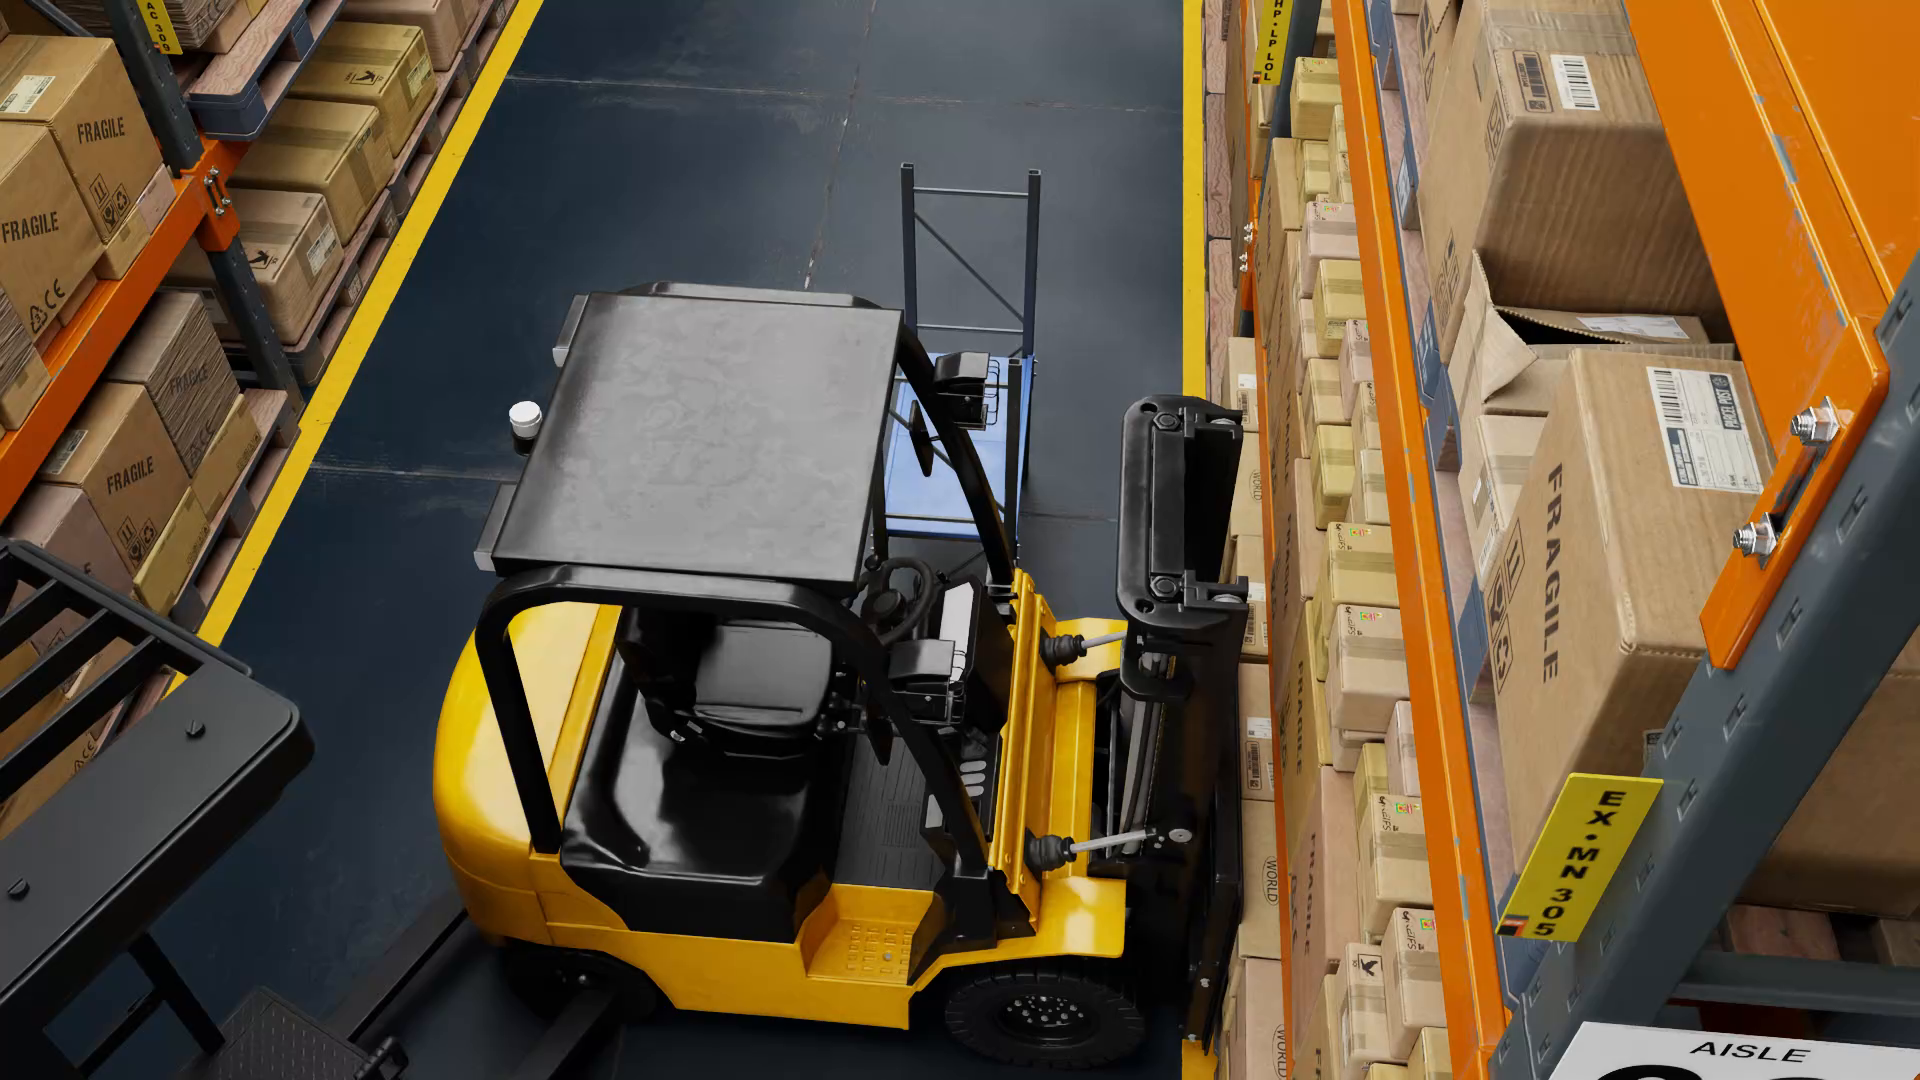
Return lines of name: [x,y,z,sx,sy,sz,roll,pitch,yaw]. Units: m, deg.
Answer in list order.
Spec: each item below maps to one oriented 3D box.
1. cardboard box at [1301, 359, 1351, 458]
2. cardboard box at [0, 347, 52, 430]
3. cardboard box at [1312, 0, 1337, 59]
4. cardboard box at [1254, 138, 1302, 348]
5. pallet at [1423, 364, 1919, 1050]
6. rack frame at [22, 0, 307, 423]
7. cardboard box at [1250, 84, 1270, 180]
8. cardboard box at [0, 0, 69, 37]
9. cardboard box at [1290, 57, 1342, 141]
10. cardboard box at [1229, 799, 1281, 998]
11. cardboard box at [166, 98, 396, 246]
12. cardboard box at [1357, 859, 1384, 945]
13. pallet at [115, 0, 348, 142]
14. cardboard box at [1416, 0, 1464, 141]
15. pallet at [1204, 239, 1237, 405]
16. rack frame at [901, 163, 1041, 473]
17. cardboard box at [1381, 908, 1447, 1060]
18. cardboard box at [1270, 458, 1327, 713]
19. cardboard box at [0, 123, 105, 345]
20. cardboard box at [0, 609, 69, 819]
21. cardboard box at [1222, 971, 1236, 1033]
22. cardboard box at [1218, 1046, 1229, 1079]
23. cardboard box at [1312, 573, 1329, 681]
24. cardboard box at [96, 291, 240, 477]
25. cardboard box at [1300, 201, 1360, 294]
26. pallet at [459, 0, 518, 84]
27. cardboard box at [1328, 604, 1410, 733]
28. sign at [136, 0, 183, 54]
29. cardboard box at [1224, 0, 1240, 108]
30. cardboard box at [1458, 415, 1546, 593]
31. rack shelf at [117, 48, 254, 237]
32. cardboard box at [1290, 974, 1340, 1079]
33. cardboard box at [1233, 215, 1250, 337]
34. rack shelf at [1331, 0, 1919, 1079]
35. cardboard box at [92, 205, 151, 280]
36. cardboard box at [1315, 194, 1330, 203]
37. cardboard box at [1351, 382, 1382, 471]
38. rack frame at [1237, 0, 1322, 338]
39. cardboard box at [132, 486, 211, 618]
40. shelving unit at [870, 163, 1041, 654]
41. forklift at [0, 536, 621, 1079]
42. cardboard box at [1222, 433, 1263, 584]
cardboard box: [1.141,-0.353,4.533,0.380,0.149,0.250,2,48,2]
cardboard box: [-3.181,-0.498,5.343,0.380,0.149,0.250,3,48,3]
cardboard box: [1.387,-1.774,5.833,0.380,0.149,0.250,5,48,5]
cardboard box: [1.277,-0.981,5.547,0.500,0.500,0.500,3,48,2]
pallet: [1.303,0.183,2.577,1.003,0.211,1.213,4,48,4]
rack frame: [-3.366,-1.587,6.168,1.000,3.000,0.127,4,48,4]
cardboard box: [1.362,-1.593,6.276,0.500,0.250,0.500,5,48,4]
cardboard box: [-3.553,-2.217,6.191,0.500,0.500,0.500,3,48,3]
cardboard box: [1.253,-1.394,5.284,0.380,0.149,0.250,5,48,4]
cardboard box: [1.021,1.026,4.680,0.500,0.250,0.500,4,48,4]
cardboard box: [-3.259,-1.756,7.819,0.950,0.372,0.625,7,48,6]
cardboard box: [1.043,0.781,3.495,0.380,0.149,0.250,5,48,4]
pallet: [-3.152,-2.074,6.744,1.003,0.211,1.213,4,48,4]
cardboard box: [1.295,-1.054,3.226,0.797,0.503,0.637,5,48,5]
pallet: [1.605,-0.859,7.392,1.003,0.211,1.213,4,48,4]
rack frame: [0.039,-0.817,6.481,0.500,1.500,0.032,4,48,4]
cardboard box: [1.027,0.870,3.213,0.380,0.149,0.250,4,48,4]
cardboard box: [1.134,0.143,4.518,0.500,0.500,0.500,4,48,4]
cardboard box: [-3.199,-0.999,5.361,0.500,0.500,0.500,5,48,5]
cardboard box: [-3.283,0.542,5.292,0.500,0.500,0.500,5,48,4]
cardboard box: [1.028,1.174,4.884,0.500,0.250,0.500,3,48,3]
cardboard box: [0.995,1.739,4.706,0.500,0.250,0.500,4,48,4]
cardboard box: [1.058,0.213,4.015,0.380,0.149,0.250,4,48,4]
cardboard box: [-3.153,-0.601,6.337,0.500,0.500,0.500,3,48,3]
cardboard box: [1.179,-0.826,4.764,0.380,0.149,0.250,5,48,4]
pallet: [-3.074,-3.011,9.361,1.003,0.211,1.213,4,48,4]
cardboard box: [1.034,0.299,3.735,0.380,0.149,0.250,5,48,4]
sign: [-2.825,-1.848,5.821,0.100,0.325,0.005,4,48,4]
cardboard box: [1.819,-2.597,8.417,0.875,0.625,0.625,5,48,5]
cardboard box: [0.986,-0.049,2.547,0.380,0.149,0.250,3,48,2]
rack shelf: [-3.184,-2.814,7.778,1.077,0.370,4.000,4,48,4]
cardboard box: [0.996,1.271,3.487,0.500,0.500,0.500,3,48,3]
cardboard box: [1.613,-0.980,6.938,0.875,0.625,0.625,6,48,5]
rack shelf: [1.395,-0.622,3.608,0.919,0.124,3.809,4,48,4]
cardboard box: [-3.108,-1.061,5.858,0.380,0.149,0.250,5,48,4]
cardboard box: [1.268,-0.908,5.040,0.380,0.149,0.250,4,48,3]
cardboard box: [1.209,-0.258,4.244,0.380,0.149,0.250,4,48,4]
rack frame: [1.577,-1.256,5.866,1.000,3.000,0.127,4,48,4]
cardboard box: [-3.191,0.044,6.256,0.500,0.250,0.500,3,48,2]
shelving unit: [-0.008,-0.443,6.139,0.538,1.500,1.048,4,48,4]
forklift: [-1.904,1.099,3.759,1.130,2.935,3.031,24,52,20]
cardboard box: [1.164,-0.097,5.707,0.500,0.250,0.500,4,48,4]
